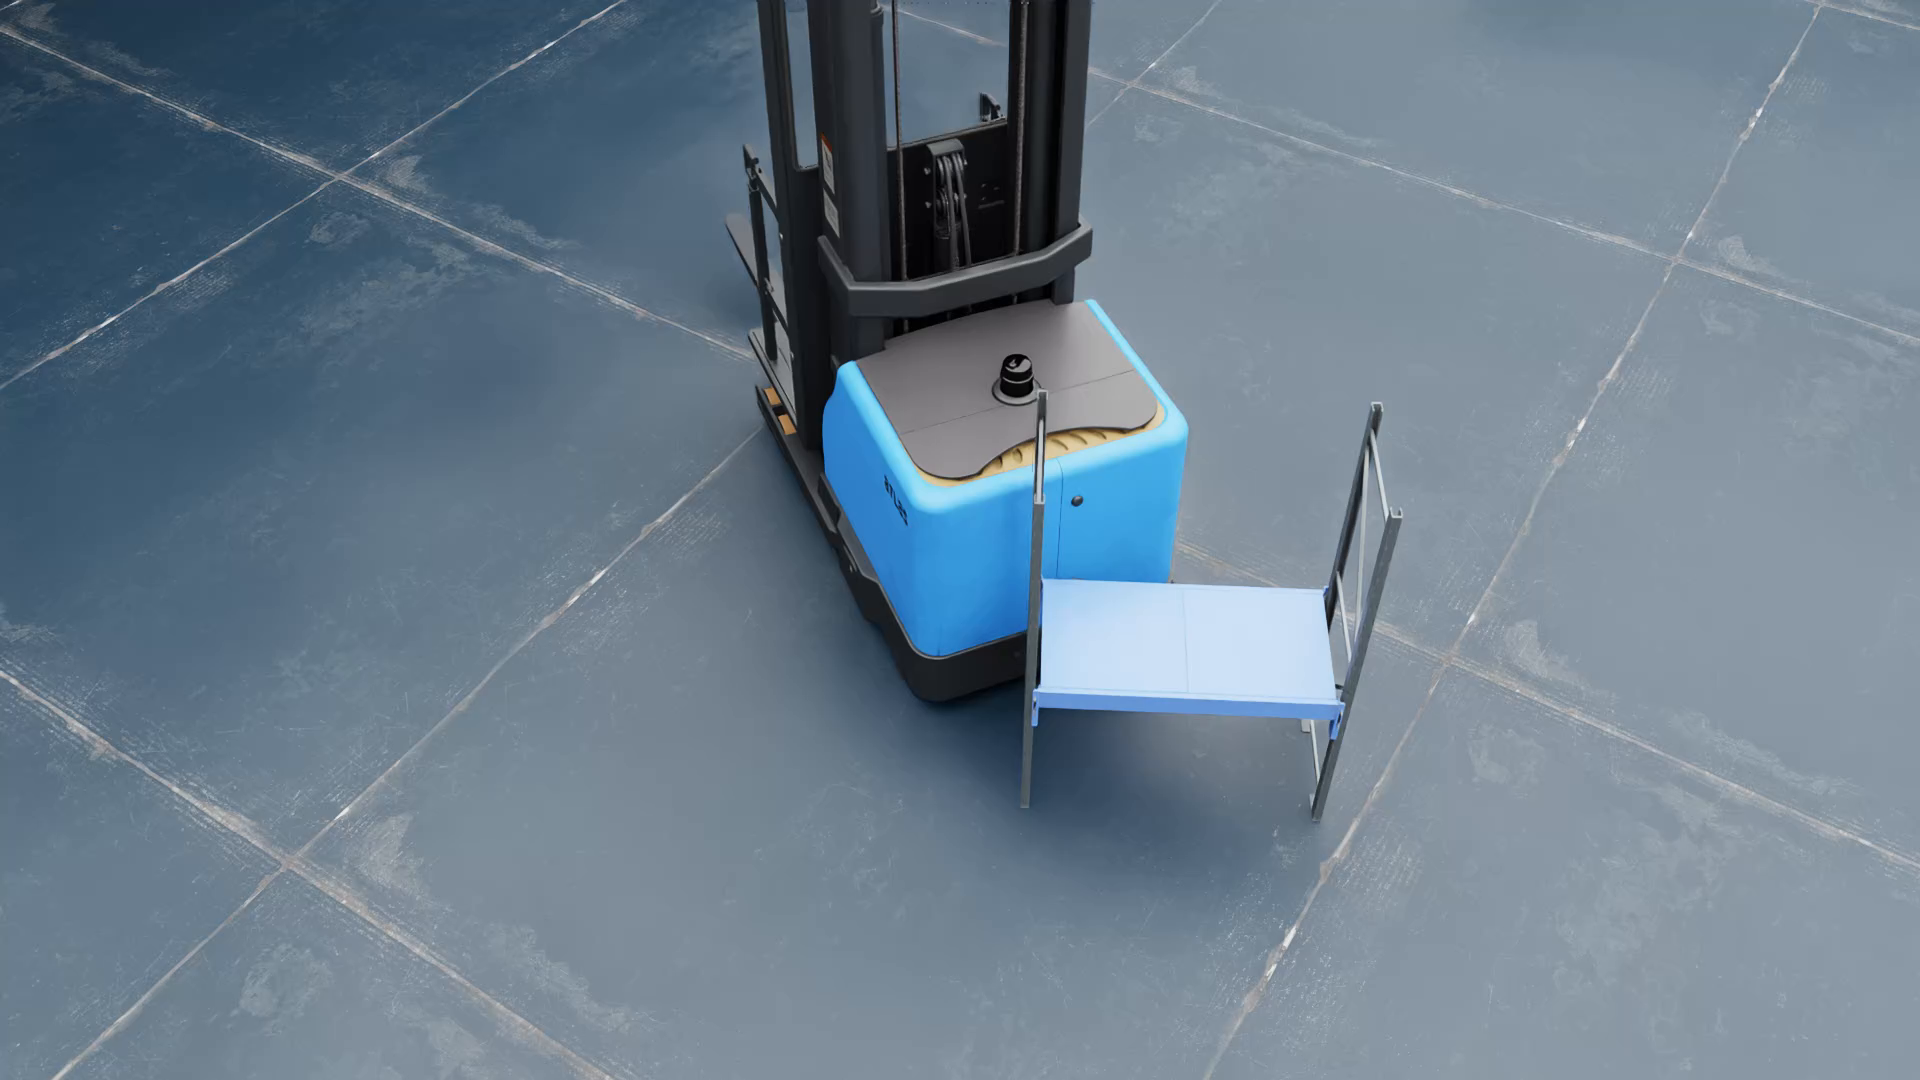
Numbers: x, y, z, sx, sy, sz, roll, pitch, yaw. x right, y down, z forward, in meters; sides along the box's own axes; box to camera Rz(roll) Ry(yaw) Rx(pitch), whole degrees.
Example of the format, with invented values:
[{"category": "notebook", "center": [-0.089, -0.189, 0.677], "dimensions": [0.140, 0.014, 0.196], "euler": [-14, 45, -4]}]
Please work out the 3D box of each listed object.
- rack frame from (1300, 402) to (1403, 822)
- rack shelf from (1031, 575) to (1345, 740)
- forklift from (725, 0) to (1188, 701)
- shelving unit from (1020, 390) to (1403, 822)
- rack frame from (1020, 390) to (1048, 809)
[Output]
[{"category": "rack frame", "center": [1.256, 0.281, 5.431], "dimensions": [0.032, 1.500, 0.500], "euler": [2, 46, 2]}, {"category": "rack shelf", "center": [0.748, 0.386, 5.580], "dimensions": [1.000, 0.185, 0.538], "euler": [2, 46, 2]}, {"category": "forklift", "center": [-0.233, -1.505, 6.169], "dimensions": [1.130, 2.935, 3.031], "euler": [-17, 48, -15]}, {"category": "shelving unit", "center": [0.748, 0.261, 5.451], "dimensions": [1.048, 1.500, 0.538], "euler": [2, 46, 2]}, {"category": "rack frame", "center": [0.241, 0.241, 5.470], "dimensions": [0.032, 1.500, 0.500], "euler": [2, 46, 2]}]
